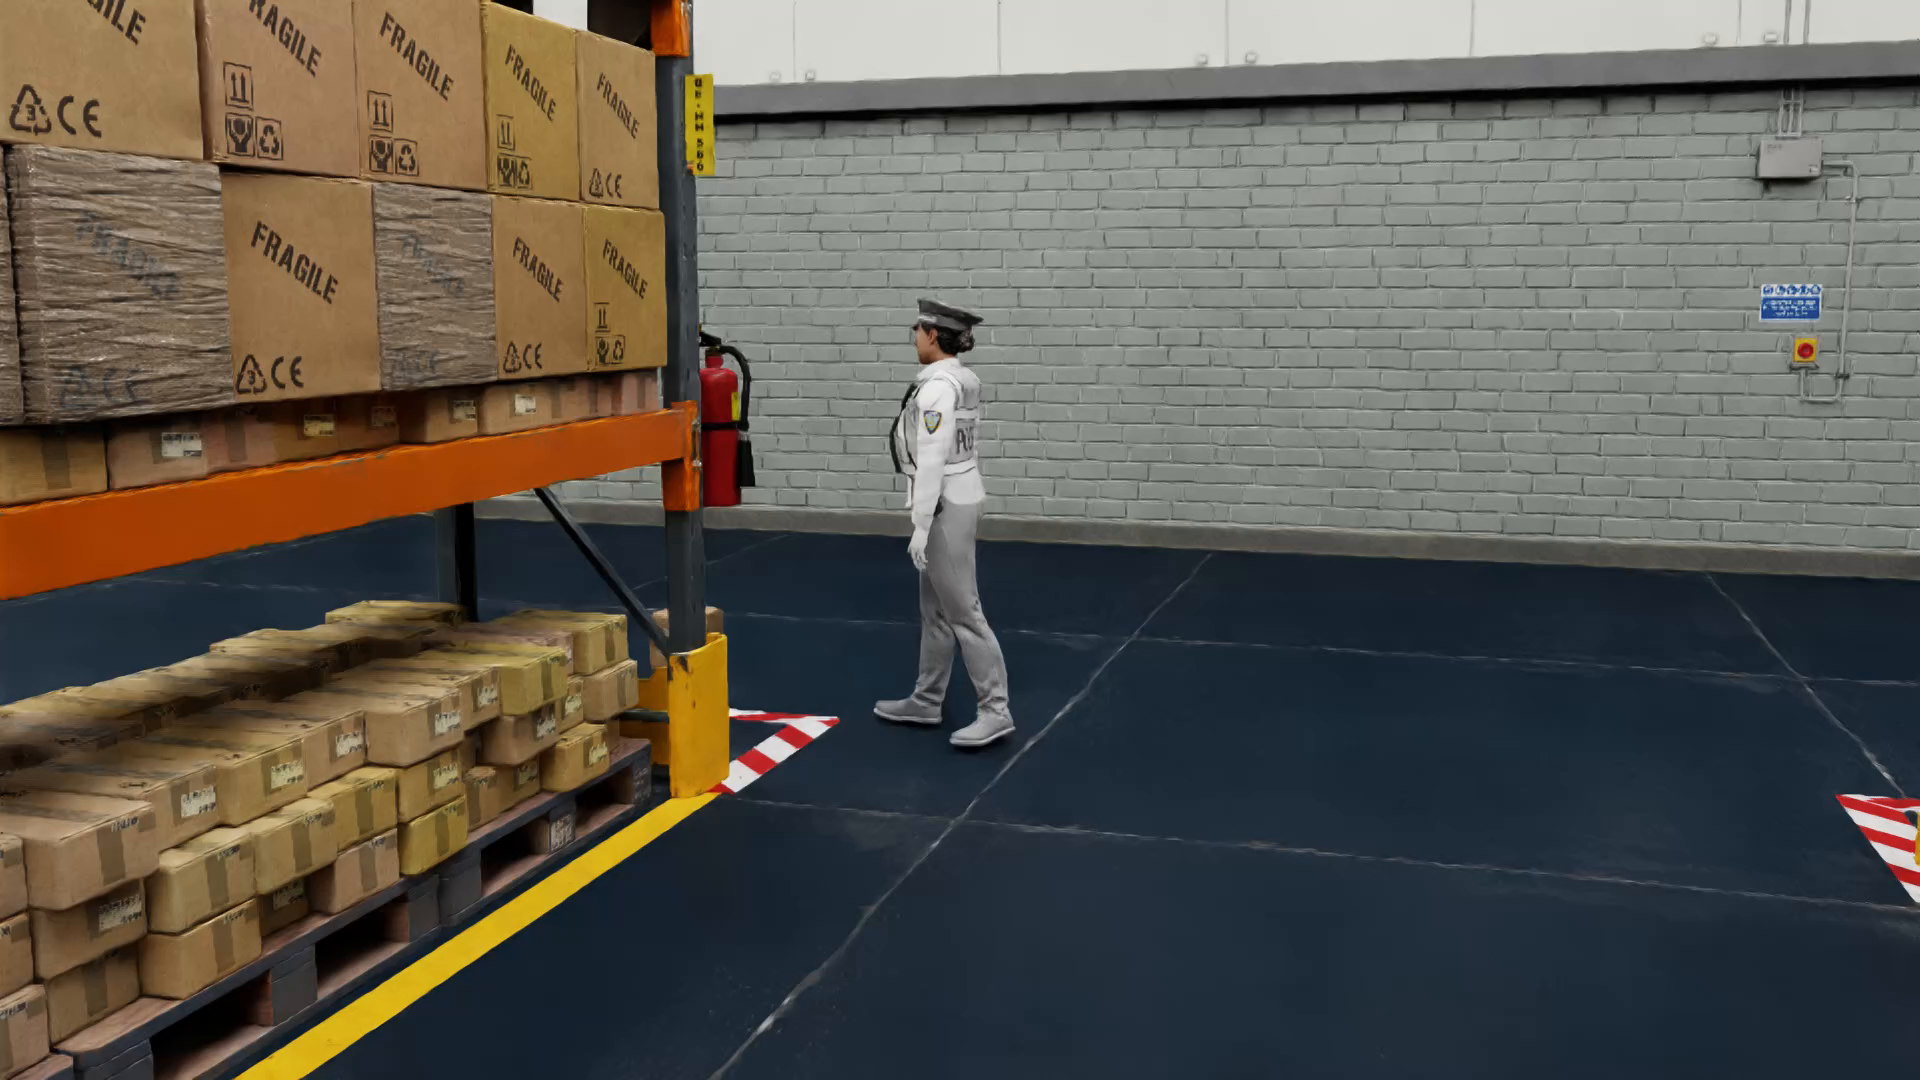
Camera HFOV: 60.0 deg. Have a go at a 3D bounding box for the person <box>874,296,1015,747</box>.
[{"bbox_3d":[-0.064,-0.095,6.368,0.608,1.664,0.676,2,9,11],"label":"person"}]
